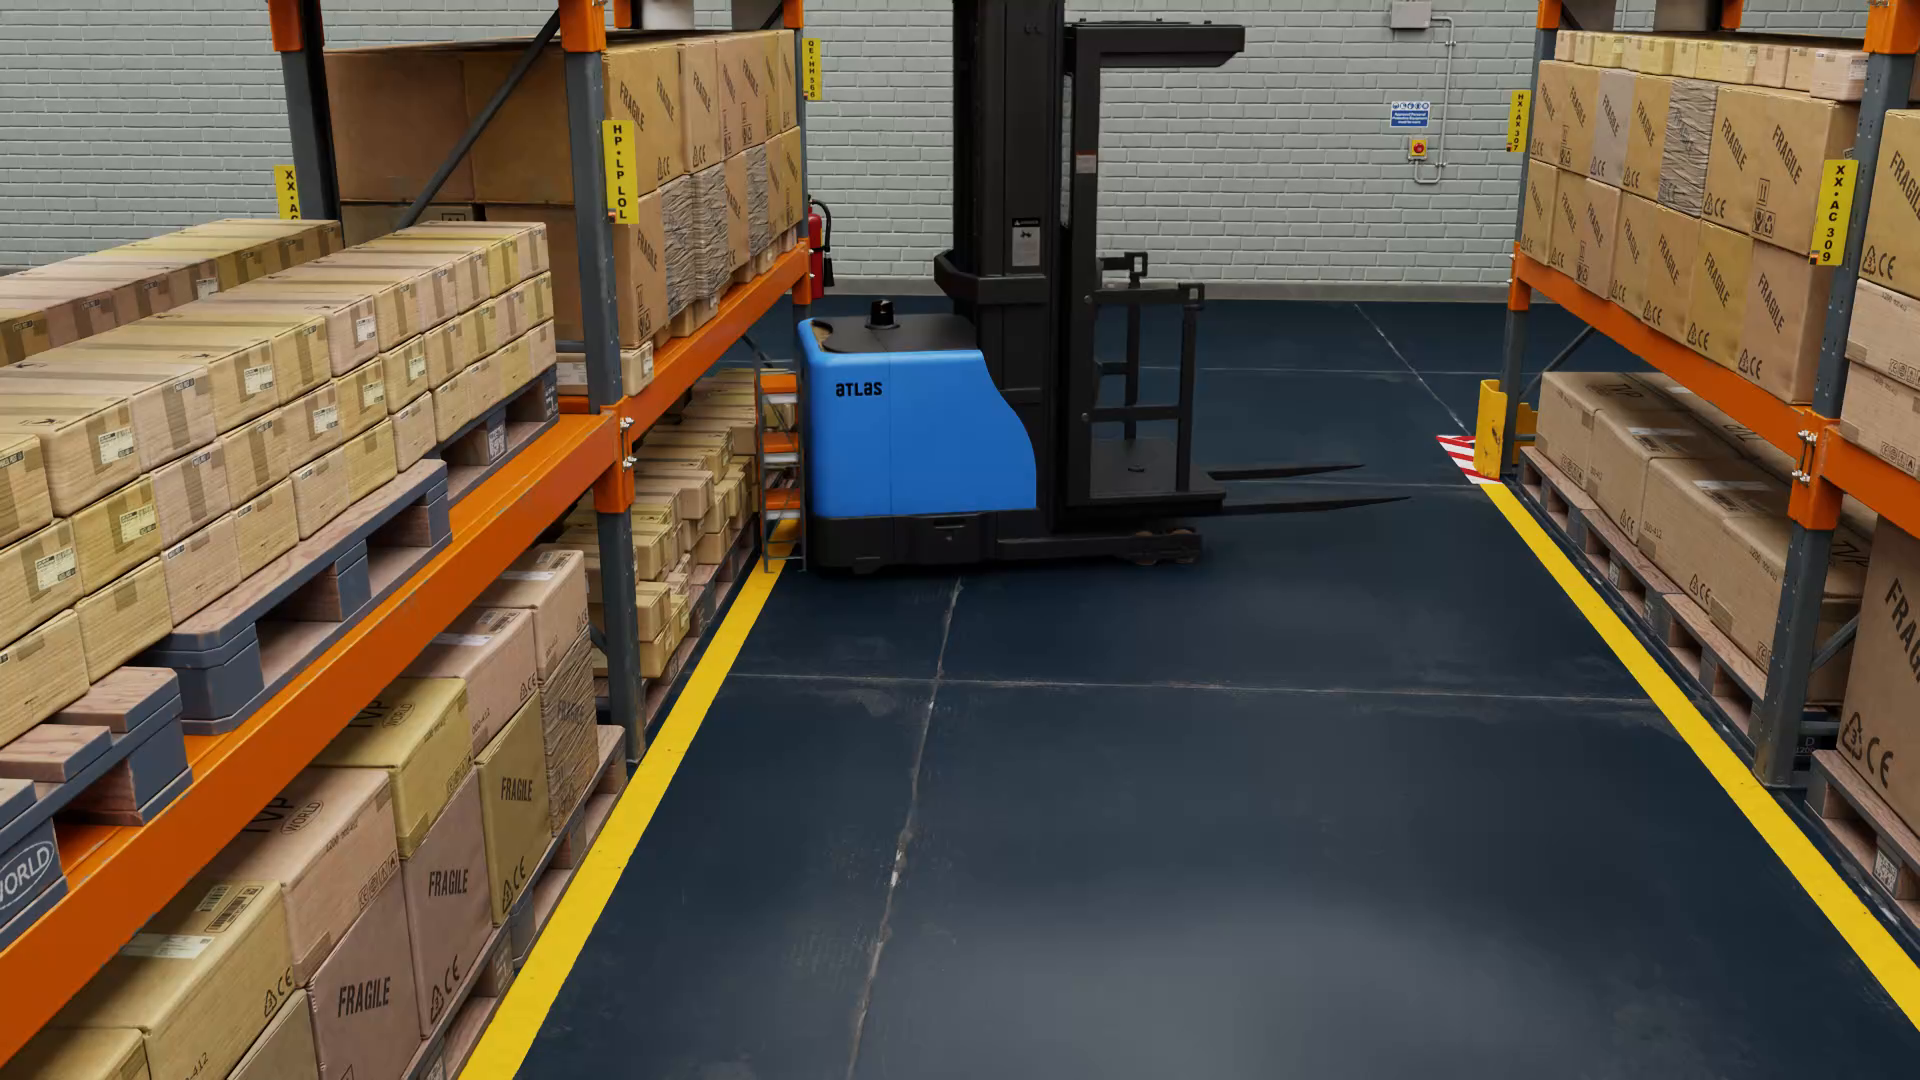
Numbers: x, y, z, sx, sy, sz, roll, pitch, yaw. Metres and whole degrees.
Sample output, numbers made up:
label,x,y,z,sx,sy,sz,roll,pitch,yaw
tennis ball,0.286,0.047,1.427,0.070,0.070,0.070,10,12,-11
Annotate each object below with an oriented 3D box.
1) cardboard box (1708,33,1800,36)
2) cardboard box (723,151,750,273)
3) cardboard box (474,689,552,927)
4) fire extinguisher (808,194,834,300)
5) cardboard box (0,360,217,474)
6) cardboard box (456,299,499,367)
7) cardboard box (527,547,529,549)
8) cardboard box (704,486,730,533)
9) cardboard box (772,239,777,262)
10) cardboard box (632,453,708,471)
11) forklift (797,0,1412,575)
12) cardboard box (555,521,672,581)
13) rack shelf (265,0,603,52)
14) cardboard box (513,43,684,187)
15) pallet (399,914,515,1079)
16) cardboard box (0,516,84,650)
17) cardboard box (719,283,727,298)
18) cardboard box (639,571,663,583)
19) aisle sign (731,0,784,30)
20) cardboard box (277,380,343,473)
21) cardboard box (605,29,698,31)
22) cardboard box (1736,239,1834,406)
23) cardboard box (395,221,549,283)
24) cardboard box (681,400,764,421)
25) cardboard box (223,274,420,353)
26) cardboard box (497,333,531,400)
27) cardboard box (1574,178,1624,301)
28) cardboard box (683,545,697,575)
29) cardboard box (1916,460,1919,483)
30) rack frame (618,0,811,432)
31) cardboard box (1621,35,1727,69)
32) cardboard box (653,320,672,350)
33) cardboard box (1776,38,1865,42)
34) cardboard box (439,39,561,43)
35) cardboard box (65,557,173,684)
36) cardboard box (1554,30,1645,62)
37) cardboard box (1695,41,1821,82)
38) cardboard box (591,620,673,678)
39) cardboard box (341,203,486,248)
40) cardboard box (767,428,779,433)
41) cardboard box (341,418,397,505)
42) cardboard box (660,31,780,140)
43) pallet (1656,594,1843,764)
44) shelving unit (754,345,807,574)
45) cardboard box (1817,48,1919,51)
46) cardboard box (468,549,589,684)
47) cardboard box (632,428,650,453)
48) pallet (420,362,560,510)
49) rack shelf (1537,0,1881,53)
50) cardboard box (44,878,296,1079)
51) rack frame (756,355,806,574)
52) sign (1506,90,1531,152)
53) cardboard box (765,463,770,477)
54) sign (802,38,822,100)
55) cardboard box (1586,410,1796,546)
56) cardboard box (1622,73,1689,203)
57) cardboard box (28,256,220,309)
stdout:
label,x,y,z,sx,sy,sz,roll,pitch,yaw
cardboard box,3.830,-2.362,8.008,0.380,0.149,0.250,1,18,3
cardboard box,-1.251,-1.459,7.421,0.500,0.500,0.500,2,18,7
cardboard box,-1.486,0.737,4.695,0.500,0.500,0.500,1,18,3
fire extinguisher,-0.882,-1.742,9.645,0.296,0.674,0.183,1,18,4
cardboard box,-1.632,-0.231,3.086,0.380,0.149,0.250,2,18,6
cardboard box,-1.517,-0.580,4.628,0.380,0.149,0.250,2,18,6
cardboard box,-1.902,0.030,6.462,0.380,0.149,0.250,2,18,5
cardboard box,-1.245,-0.140,7.459,0.380,0.149,0.250,1,18,3
cardboard box,-1.160,-1.506,8.607,0.380,0.149,0.250,1,18,3
cardboard box,-1.335,-0.285,7.423,0.380,0.149,0.250,1,18,2
forklift,0.728,-1.426,8.069,3.031,2.935,1.130,-3,18,-9
cardboard box,-1.337,0.040,6.432,0.380,0.149,0.250,2,18,7
rack shelf,-1.790,-1.108,3.326,1.077,0.370,4.000,1,18,4
cardboard box,-1.350,-1.606,6.262,0.500,0.500,0.500,1,18,2
pallet,-1.786,1.301,4.113,1.003,0.211,1.213,1,18,4
cardboard box,-1.666,0.062,2.667,0.380,0.149,0.250,1,18,2
cardboard box,-1.285,-1.180,7.611,0.380,0.149,0.250,2,18,5
cardboard box,-1.373,0.182,6.476,0.380,0.149,0.250,1,18,4
aisle sign,-1.056,-3.139,9.012,0.394,0.787,0.004,1,18,4
cardboard box,-1.592,-0.254,3.634,0.380,0.149,0.250,2,18,6
cardboard box,-1.657,-2.419,8.743,0.500,0.500,0.500,1,18,4
cardboard box,3.076,-0.764,5.776,0.500,0.500,0.500,1,18,4
cardboard box,-1.481,-0.880,5.064,0.380,0.149,0.250,2,18,6
cardboard box,-1.194,-0.606,8.405,0.380,0.149,0.250,1,18,2
cardboard box,-1.560,-0.558,4.083,0.380,0.149,0.250,1,18,2
cardboard box,-1.496,-0.517,4.914,0.380,0.149,0.250,1,18,4
cardboard box,3.201,-1.398,7.713,0.500,0.500,0.500,1,18,4
cardboard box,-1.363,0.078,7.271,0.380,0.149,0.250,1,18,2
cardboard box,2.967,-0.204,4.469,0.500,0.250,0.500,1,18,3
rack frame,-1.360,-1.888,9.368,1.000,3.000,0.127,1,18,4
cardboard box,3.235,-2.210,7.541,0.380,0.149,0.250,1,18,4
cardboard box,-1.364,-0.857,6.625,0.380,0.149,0.250,0,18,1
cardboard box,3.684,-2.045,7.040,0.380,0.149,0.250,2,18,6
cardboard box,-1.800,-1.781,6.797,0.500,0.500,0.500,2,18,5
cardboard box,-1.644,0.131,2.935,0.380,0.149,0.250,2,18,6
cardboard box,3.283,-2.536,8.536,0.380,0.149,0.250,2,18,5
cardboard box,3.157,-1.896,6.584,0.380,0.149,0.250,1,18,3
cardboard box,-1.300,0.404,6.278,0.380,0.149,0.250,0,18,2
cardboard box,-1.894,-0.991,5.992,0.500,0.500,0.500,1,18,4
cardboard box,-1.149,-0.542,8.688,0.380,0.149,0.250,1,18,2
cardboard box,-1.568,-0.193,3.925,0.380,0.149,0.250,2,18,6
cardboard box,-1.181,-2.247,8.219,0.500,0.500,0.500,1,18,2
pallet,3.430,0.524,6.485,1.003,0.211,1.213,1,18,4
shelving unit,-0.854,-0.382,7.902,0.215,1.050,0.252,-3,18,-9
cardboard box,3.129,-1.580,5.619,0.380,0.149,0.250,2,18,5
cardboard box,-1.448,0.223,5.060,0.500,0.250,0.500,1,18,2
cardboard box,-1.747,-0.532,8.178,0.380,0.149,0.250,2,18,6
pallet,-1.847,-0.320,4.892,1.003,0.211,1.213,1,18,4
rack shelf,3.441,-2.271,6.876,1.077,0.370,4.000,1,18,4
cardboard box,-1.606,0.862,3.110,0.500,0.250,0.500,1,18,3
rack frame,-0.834,-0.344,7.788,0.200,1.050,0.008,-3,18,-9
sign,3.031,-2.272,9.023,0.100,0.325,0.005,1,18,4
cardboard box,-1.212,-0.402,8.738,0.380,0.149,0.250,1,18,4
sign,-0.808,-2.570,9.081,0.100,0.325,0.005,1,18,4
cardboard box,3.580,-0.299,7.959,0.875,0.438,0.875,2,18,5
cardboard box,3.172,-1.713,7.068,0.500,0.500,0.500,1,18,4
cardboard box,-2.189,-0.653,4.371,0.380,0.149,0.250,1,18,3
